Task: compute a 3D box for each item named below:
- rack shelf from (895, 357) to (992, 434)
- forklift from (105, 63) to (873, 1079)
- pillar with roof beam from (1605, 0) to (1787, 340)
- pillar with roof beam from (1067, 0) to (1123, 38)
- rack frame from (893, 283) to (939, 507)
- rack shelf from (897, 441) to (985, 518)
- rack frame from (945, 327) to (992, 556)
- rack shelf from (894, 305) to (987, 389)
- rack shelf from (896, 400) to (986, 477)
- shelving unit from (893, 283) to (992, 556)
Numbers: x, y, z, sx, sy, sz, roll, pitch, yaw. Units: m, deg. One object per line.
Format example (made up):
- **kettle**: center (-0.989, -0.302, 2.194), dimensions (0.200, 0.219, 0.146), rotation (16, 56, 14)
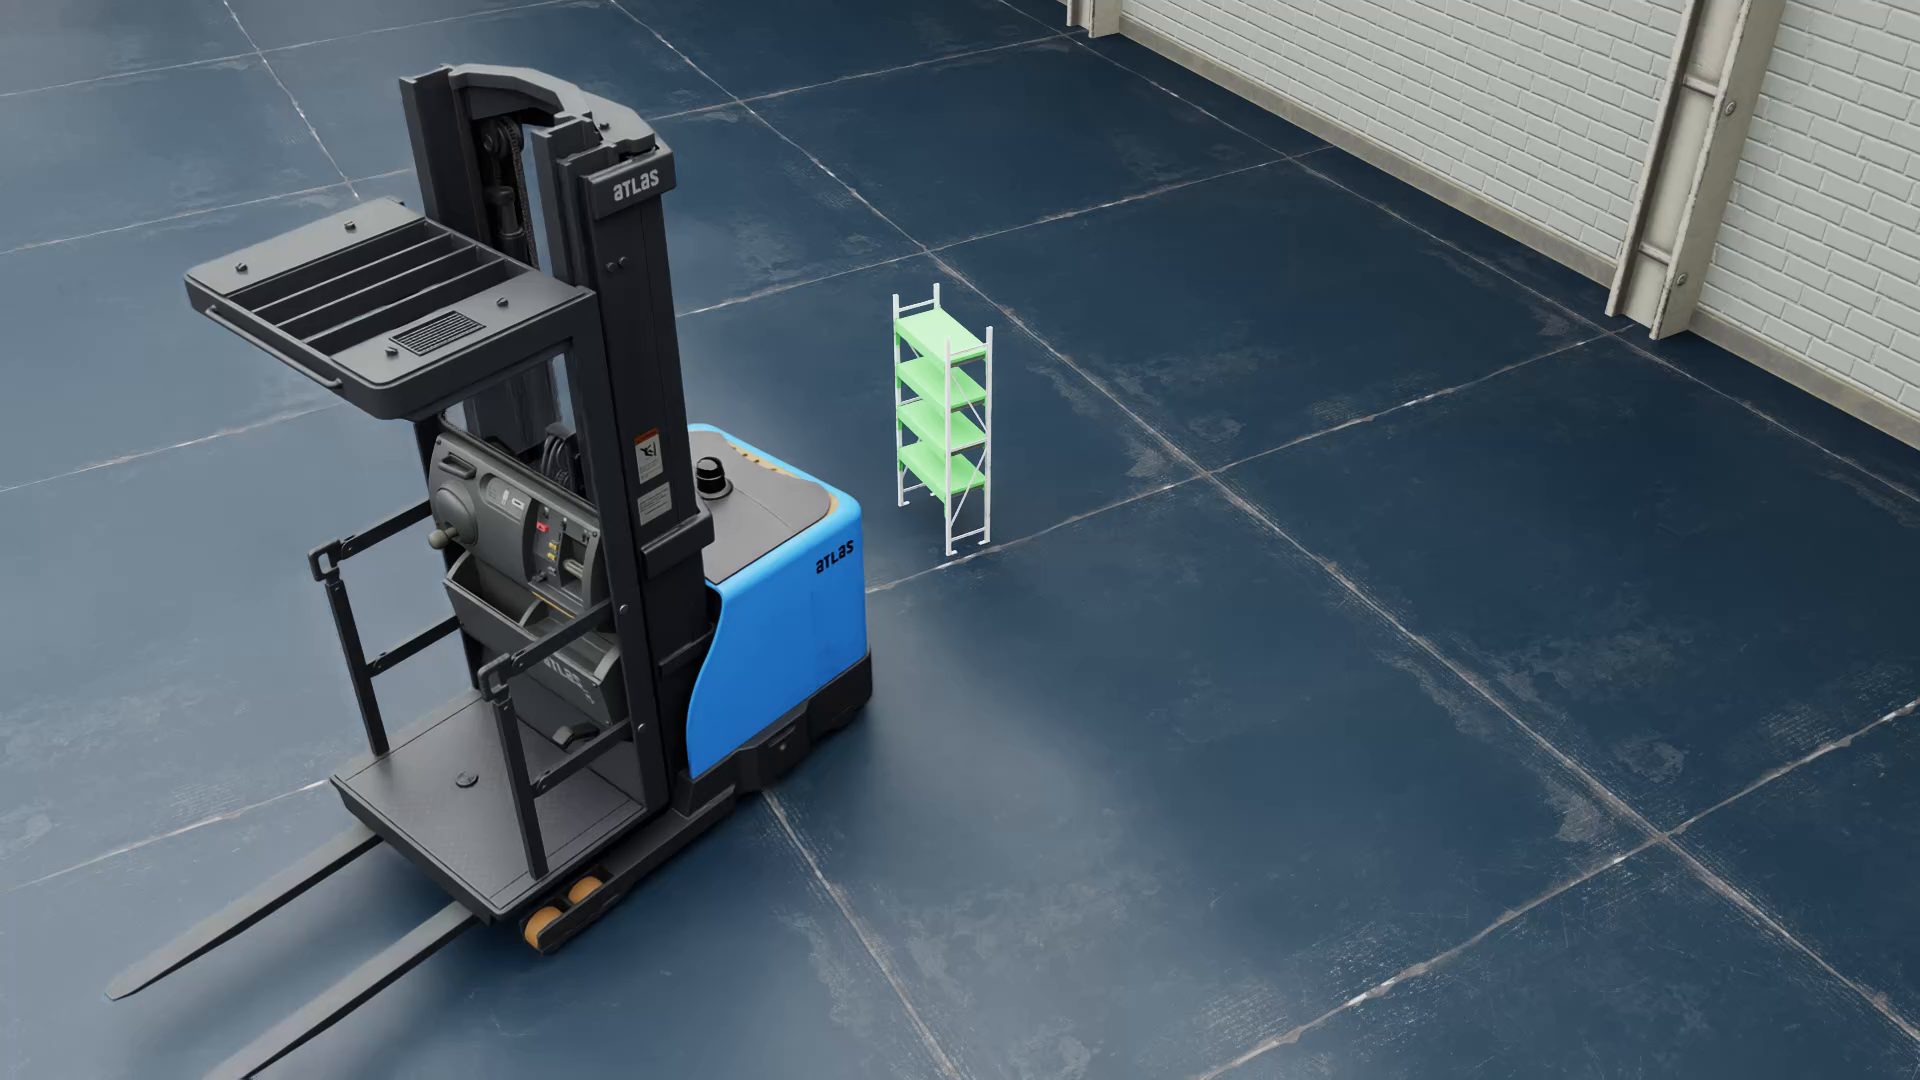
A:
- **rack shelf**: center (-0.083, -0.711, 7.908), dimensions (0.258, 0.148, 0.480), rotation (-19, 40, -24)
- **forklift**: center (-1.719, 0.004, 5.760), dimensions (1.130, 2.935, 3.031), rotation (27, 44, 32)
- **pillar with roof beam**: center (0.441, -3.689, 5.671), dimensions (9.100, 9.000, 0.400), rotation (-19, 40, -24)
- **pillar with roof beam**: center (-2.573, -6.749, 9.861), dimensions (9.100, 9.000, 0.400), rotation (-19, 40, -24)
- **rack frame**: center (-0.206, -0.693, 8.182), dimensions (0.240, 1.200, 0.015), rotation (-19, 40, -24)
- **rack shelf**: center (-0.083, -0.324, 8.191), dimensions (0.258, 0.148, 0.480), rotation (-19, 40, -24)
- **rack frame**: center (0.039, -0.445, 7.841), dimensions (0.240, 1.200, 0.015), rotation (-19, 40, -24)
- **rack shelf**: center (-0.083, -0.905, 7.766), dimensions (0.258, 0.148, 0.480), rotation (-19, 40, -24)
- **rack shelf**: center (-0.083, -0.517, 8.049), dimensions (0.258, 0.148, 0.480), rotation (-19, 40, -24)
- **shelving unit**: center (-0.083, -0.569, 8.012), dimensions (0.258, 1.200, 0.503), rotation (-19, 40, -24)
